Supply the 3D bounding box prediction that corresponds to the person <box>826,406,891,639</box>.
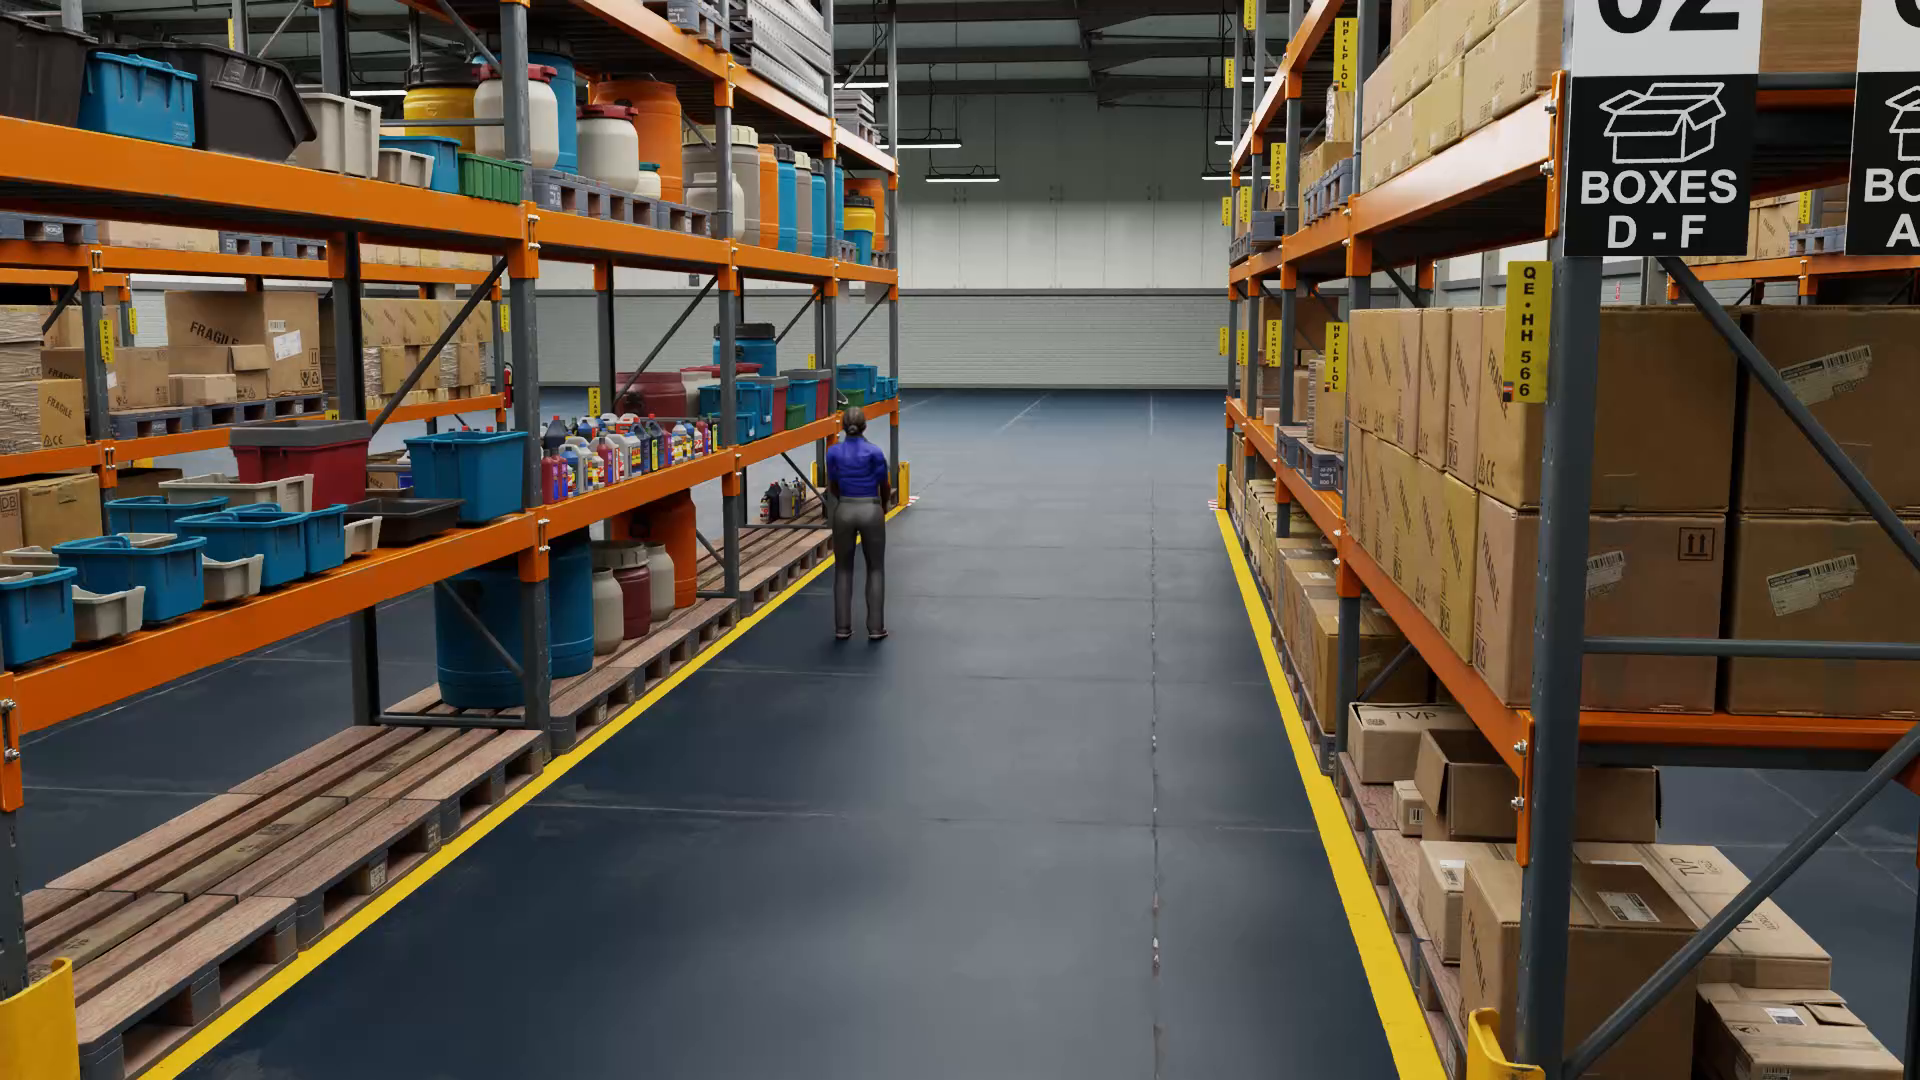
[{"bbox_3d":[-0.705,-0.132,11.836,0.451,1.650,0.512,1,8,7],"label":"person"}]
